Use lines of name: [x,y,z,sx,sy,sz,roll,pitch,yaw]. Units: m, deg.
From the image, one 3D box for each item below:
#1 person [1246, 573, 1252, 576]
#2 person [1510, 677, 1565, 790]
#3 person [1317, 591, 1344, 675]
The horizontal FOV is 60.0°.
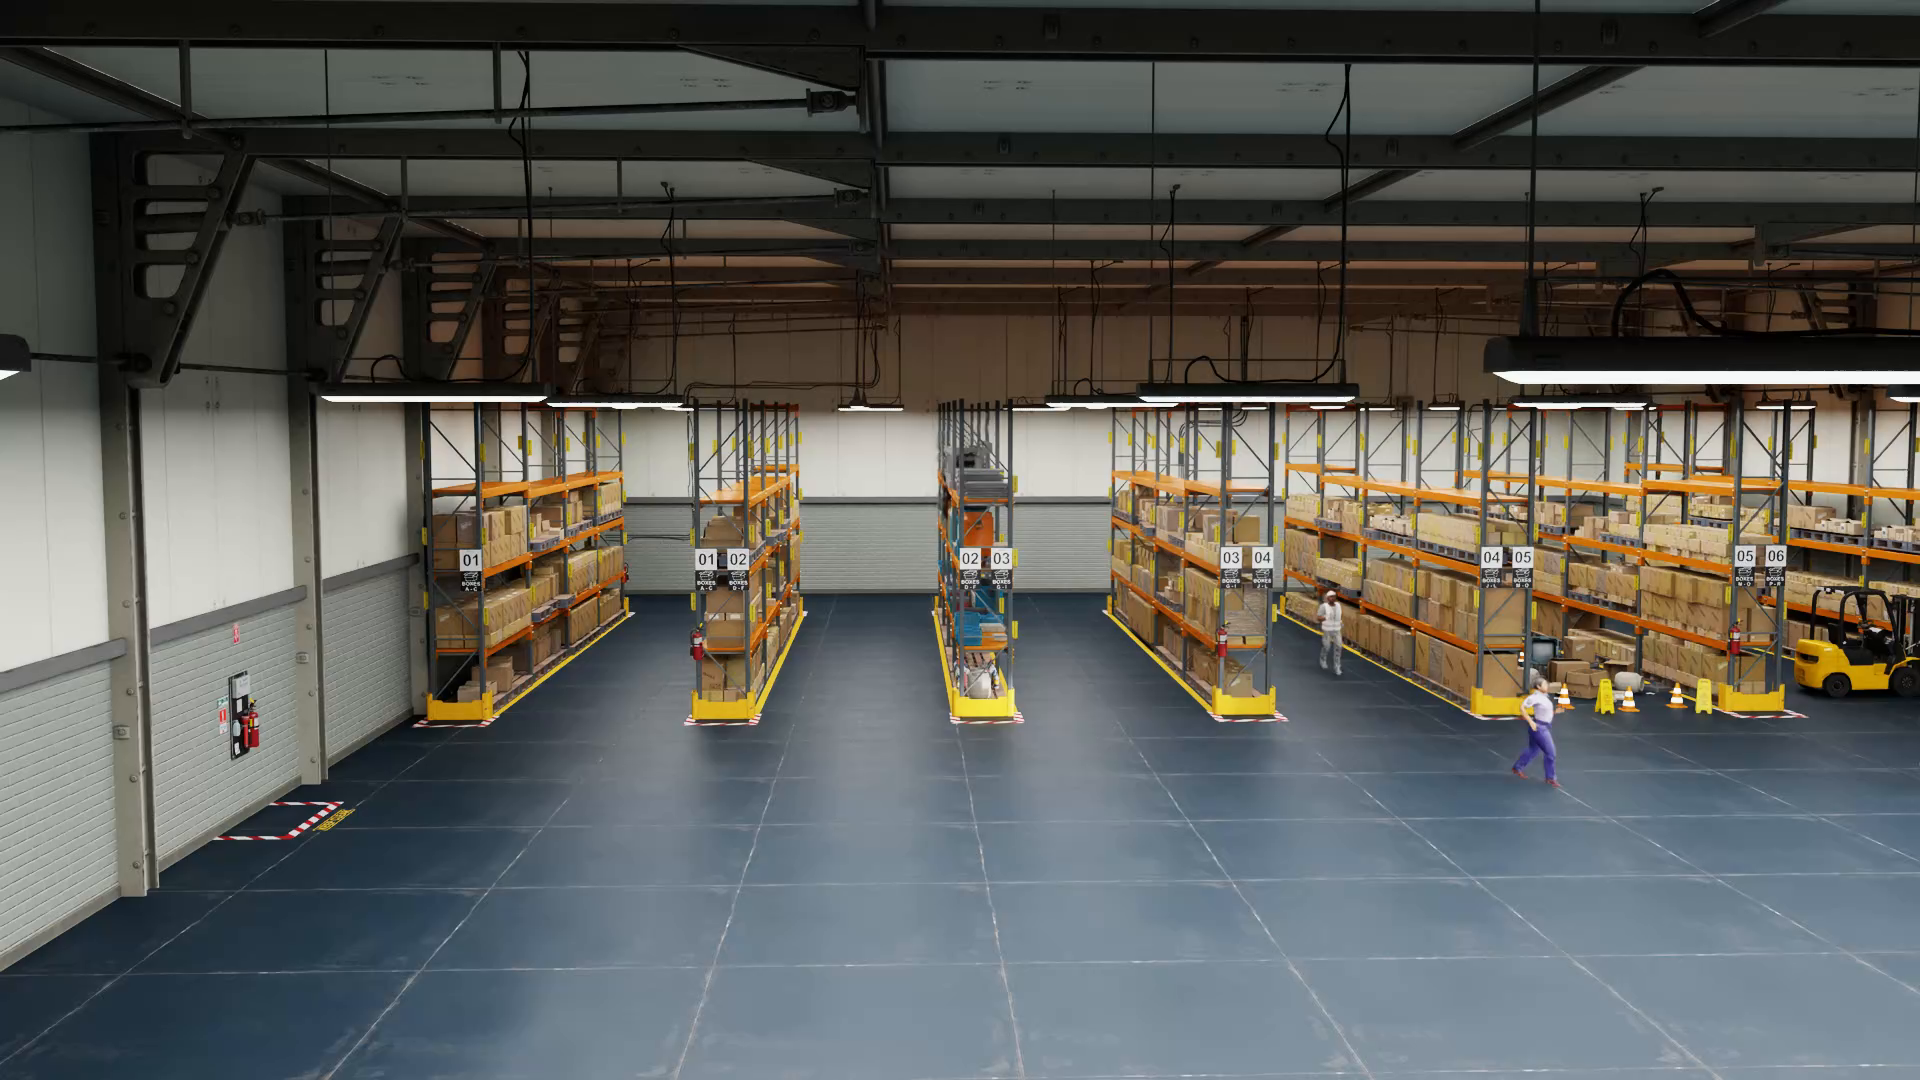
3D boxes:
person: [8.129,1.278,47.842,0.664,1.628,0.554,2,5,21]
person: [8.895,2.954,25.590,0.814,1.700,0.587,2,5,27]
person: [8.200,2.025,36.712,0.668,1.820,0.801,-1,4,-8]
